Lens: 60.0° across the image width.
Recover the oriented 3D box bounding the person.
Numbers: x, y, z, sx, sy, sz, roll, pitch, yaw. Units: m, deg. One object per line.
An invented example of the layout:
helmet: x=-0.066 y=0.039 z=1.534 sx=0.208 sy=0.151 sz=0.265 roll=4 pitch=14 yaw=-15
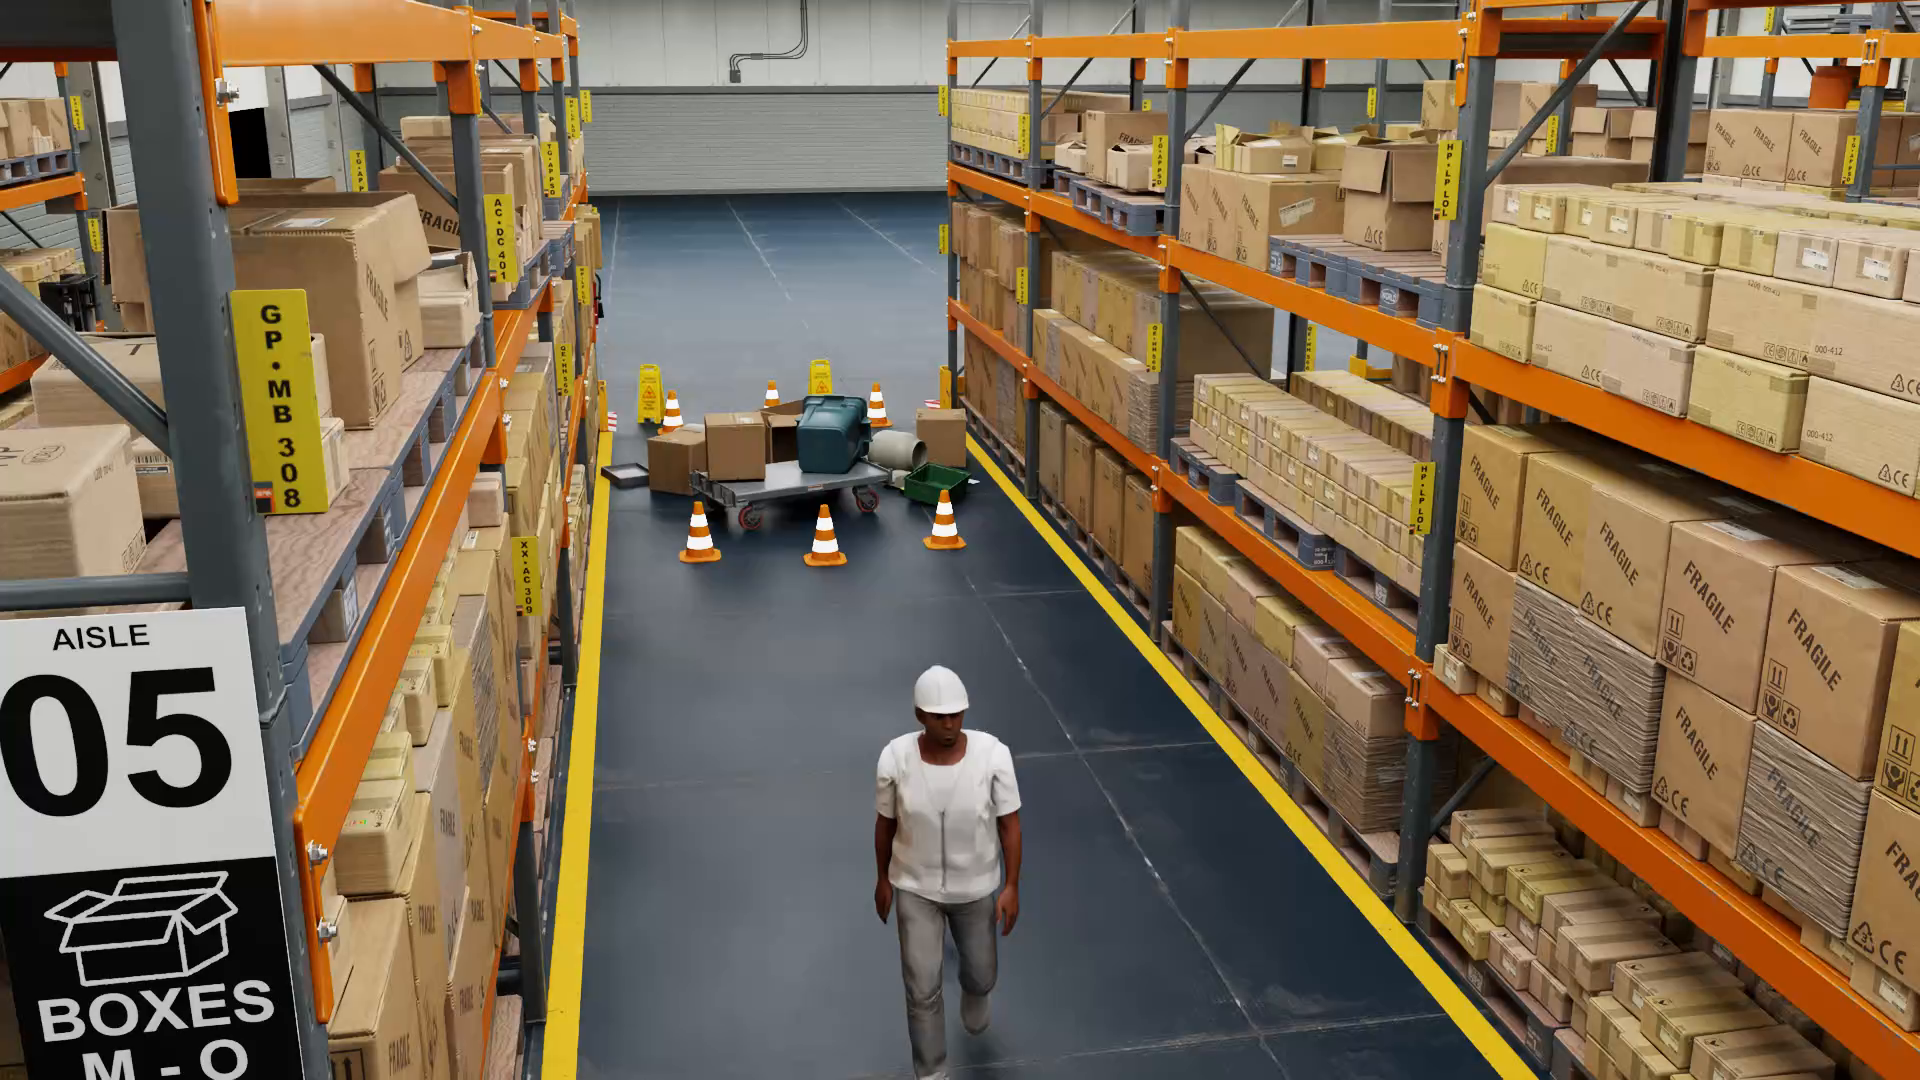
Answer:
person: x=-0.049 y=1.315 z=6.458 sx=0.575 sy=1.747 sz=0.859 roll=0 pitch=16 yaw=-1
